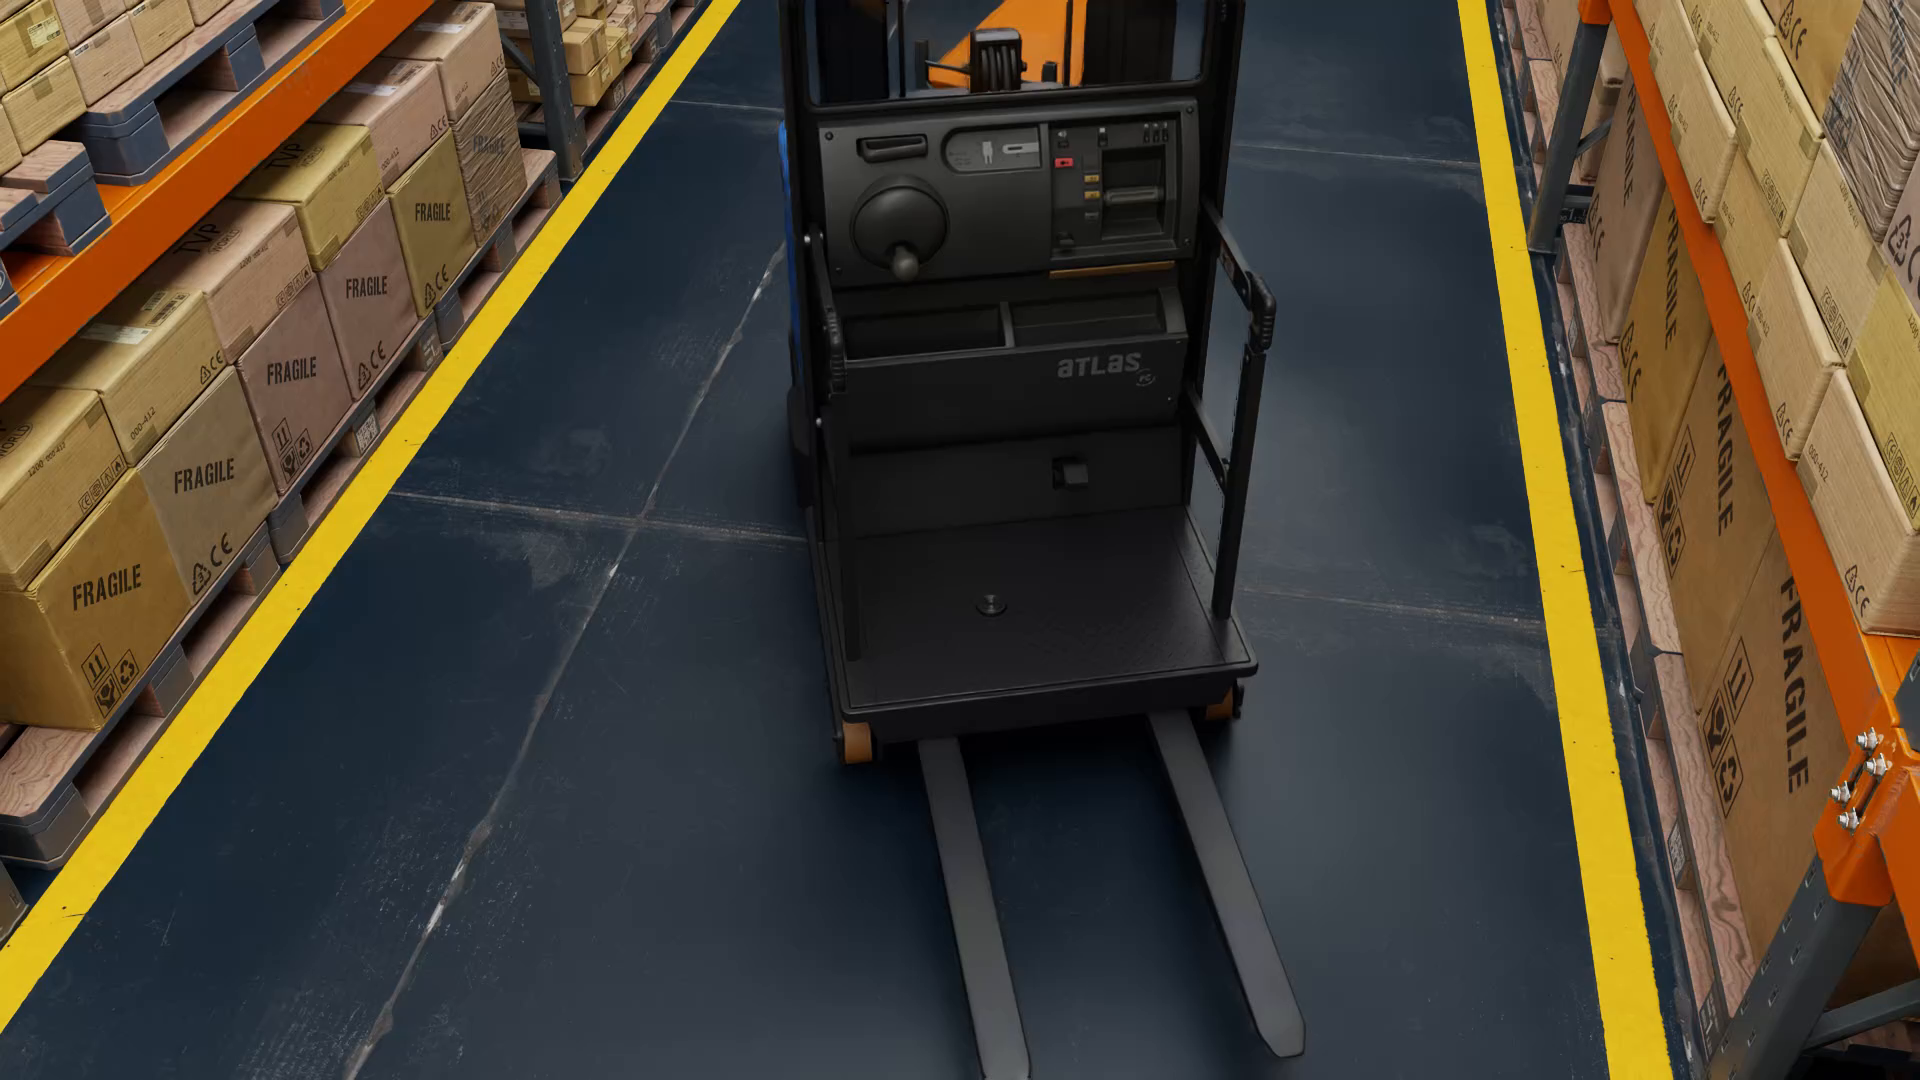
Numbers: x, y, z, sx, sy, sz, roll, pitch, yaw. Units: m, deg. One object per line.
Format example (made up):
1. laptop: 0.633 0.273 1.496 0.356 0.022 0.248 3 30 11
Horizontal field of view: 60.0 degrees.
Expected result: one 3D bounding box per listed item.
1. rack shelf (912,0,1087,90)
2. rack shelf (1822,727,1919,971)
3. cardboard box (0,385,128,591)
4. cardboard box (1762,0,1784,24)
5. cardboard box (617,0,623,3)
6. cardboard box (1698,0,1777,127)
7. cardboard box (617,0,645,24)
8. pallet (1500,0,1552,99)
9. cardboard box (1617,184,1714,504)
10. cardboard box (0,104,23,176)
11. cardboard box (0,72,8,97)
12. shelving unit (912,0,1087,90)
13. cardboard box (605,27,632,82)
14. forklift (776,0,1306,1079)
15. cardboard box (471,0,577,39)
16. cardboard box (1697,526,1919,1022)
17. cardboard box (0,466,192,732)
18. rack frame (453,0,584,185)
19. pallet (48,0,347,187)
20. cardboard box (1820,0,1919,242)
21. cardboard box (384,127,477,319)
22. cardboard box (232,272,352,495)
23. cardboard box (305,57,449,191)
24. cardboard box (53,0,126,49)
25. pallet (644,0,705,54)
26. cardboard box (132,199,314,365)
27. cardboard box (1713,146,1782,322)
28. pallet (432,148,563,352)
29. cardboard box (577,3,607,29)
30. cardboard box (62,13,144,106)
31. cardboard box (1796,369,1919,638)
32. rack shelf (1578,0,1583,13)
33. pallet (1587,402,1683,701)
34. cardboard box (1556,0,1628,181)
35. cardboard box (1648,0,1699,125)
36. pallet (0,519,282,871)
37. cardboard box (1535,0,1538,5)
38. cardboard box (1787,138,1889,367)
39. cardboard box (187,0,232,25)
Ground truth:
1. rack shelf: 0.286 -1.681 5.941 0.538 0.278 1.000 16 42 18
2. rack shelf: 1.730 1.761 1.330 1.077 0.370 4.000 6 40 8
3. cardboard box: -2.459 -0.147 4.118 0.500 0.250 0.500 5 40 6
4. cardboard box: 2.176 -1.499 3.846 0.500 0.500 0.500 6 40 7
5. cardboard box: -1.735 -2.629 7.750 0.380 0.149 0.250 4 40 5
6. cardboard box: 2.153 -1.210 4.084 0.500 0.250 0.500 5 40 6
7. cardboard box: -1.712 -2.514 7.844 0.380 0.149 0.250 6 40 7
8. pallet: 3.186 -2.443 8.040 1.003 0.211 1.213 6 40 8
9. cardboard box: 2.592 -0.659 5.031 0.875 0.875 0.875 7 40 9
10. cardboard box: -2.447 -0.915 3.870 0.380 0.149 0.250 8 40 10
11. cardboard box: -2.447 -1.053 3.803 0.380 0.149 0.250 5 40 6
12. shelving unit: 0.286 -1.455 6.127 0.538 1.125 1.048 16 42 18
13. cardboard box: -1.699 -2.187 7.449 0.380 0.149 0.250 8 40 9
14. forklift: 0.165 -0.773 3.885 1.130 2.935 3.031 -6 40 -7
15. cardboard box: -1.860 -2.250 7.058 0.380 0.149 0.250 8 40 9
16. cardboard box: 2.278 0.462 3.676 0.875 0.875 0.875 6 40 7
17. cardboard box: -2.443 0.132 4.368 0.500 0.500 0.500 5 40 6
18. rack frame: -2.124 -2.764 6.239 1.000 3.000 0.127 6 40 8
19. pallet: -2.514 -1.426 4.772 1.003 0.211 1.213 6 40 8
20. cardboard box: 1.989 -0.871 3.087 0.500 0.500 0.500 7 40 8
21. cardboard box: -2.093 -1.148 5.917 0.500 0.500 0.500 6 40 7
22. cardboard box: -2.275 -0.506 5.141 0.500 0.500 0.500 5 40 7
23. cardboard box: -2.106 -1.435 5.675 0.500 0.250 0.500 8 40 10
24. cardboard box: -2.360 -1.367 4.184 0.380 0.149 0.250 6 40 8
25. pallet: -1.834 -2.882 8.571 1.003 0.211 1.213 6 40 8
26. cardboard box: -2.273 -0.775 4.876 0.500 0.250 0.500 7 40 8
27. cardboard box: 2.084 -0.696 3.855 0.500 0.250 0.500 6 40 7
28. pallet: -2.257 -1.200 6.536 1.003 0.211 1.213 6 40 8
29. cardboard box: -1.791 -2.303 7.355 0.380 0.149 0.250 7 40 8
30. cardboard box: -2.358 -1.252 4.278 0.380 0.149 0.250 8 40 9
31. cardboard box: 1.908 -0.059 3.085 0.500 0.250 0.500 5 40 6
32. rack shelf: 3.115 -3.259 7.403 1.077 0.370 4.000 6 40 8
33. pallet: 2.501 0.054 5.019 1.003 0.211 1.213 6 40 8
34. cardboard box: 2.983 -1.838 6.800 0.875 0.438 0.875 6 40 7
35. cardboard box: 2.240 -1.332 4.625 0.500 0.250 0.500 6 40 7
36. pallet: -2.680 0.331 4.684 1.003 0.211 1.213 6 40 8
37. cardboard box: 3.295 -2.966 8.164 0.875 0.438 0.875 7 40 9
38. cardboard box: 1.995 -0.560 3.299 0.500 0.250 0.500 5 40 7
39. cardboard box: -2.266 -1.573 4.666 0.380 0.149 0.250 5 40 6
